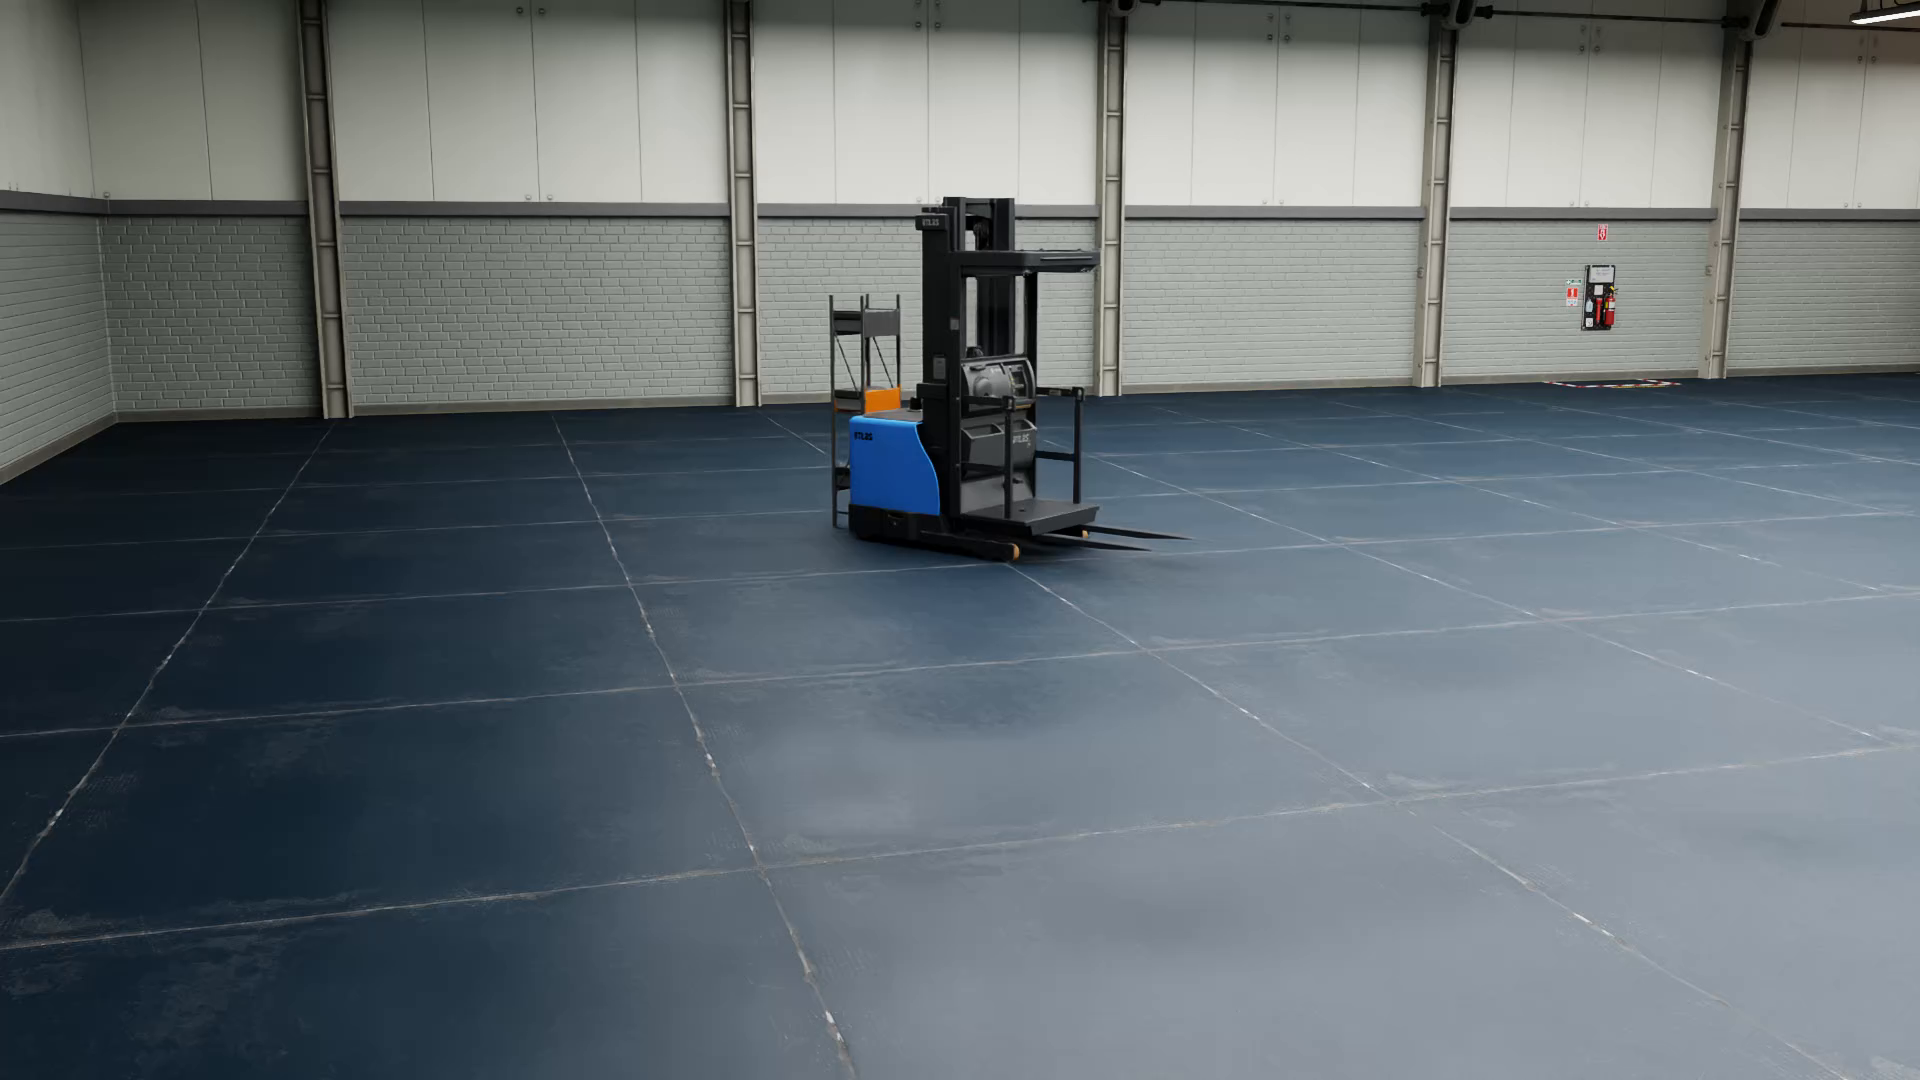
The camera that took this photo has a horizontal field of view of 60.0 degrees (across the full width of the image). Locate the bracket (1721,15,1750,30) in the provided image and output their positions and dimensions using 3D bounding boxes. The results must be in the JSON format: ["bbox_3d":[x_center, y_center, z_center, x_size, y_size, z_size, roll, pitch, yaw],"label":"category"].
[{"bbox_3d":[13.664,-9.125,29.314,0.430,0.232,0.235,-3,11,-16],"label":"bracket"}]

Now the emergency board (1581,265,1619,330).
[{"bbox_3d":[11.580,-4.368,29.989,0.643,1.169,0.194,-3,11,-16],"label":"emergency board"}]

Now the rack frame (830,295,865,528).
[{"bbox_3d":[-1.000,-1.126,14.866,0.400,2.100,0.015,8,13,37],"label":"rack frame"}]

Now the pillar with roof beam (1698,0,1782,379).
[{"bbox_3d":[15.167,-6.689,26.024,0.548,9.000,9.100,-3,11,-16],"label":"pillar with roof beam"}]

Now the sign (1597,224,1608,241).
[{"bbox_3d":[11.544,-5.525,29.871,0.199,0.298,0.001,-3,11,-16],"label":"sign"}]

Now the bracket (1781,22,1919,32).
[{"bbox_3d":[16.935,-9.297,30.251,4.783,0.066,0.076,-3,11,-16],"label":"bracket"}]

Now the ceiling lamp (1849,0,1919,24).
[{"bbox_3d":[13.933,-9.371,24.471,0.800,3.185,2.000,-3,11,-16],"label":"ceiling lamp"}]

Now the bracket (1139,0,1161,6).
[{"bbox_3d":[2.939,-8.559,26.244,0.430,0.232,0.235,-3,11,-16],"label":"bracket"}]

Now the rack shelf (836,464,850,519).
[{"bbox_3d":[-0.849,-0.459,15.183,0.431,0.518,0.480,8,13,37],"label":"rack shelf"}]

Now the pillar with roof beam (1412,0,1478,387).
[{"bbox_3d":[9.406,-6.385,24.375,0.548,9.000,9.100,-3,11,-16],"label":"pillar with roof beam"}]

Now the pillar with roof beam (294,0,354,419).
[{"bbox_3d":[-7.877,-5.474,19.427,0.400,9.000,9.100,-3,11,-16],"label":"pillar with roof beam"}]

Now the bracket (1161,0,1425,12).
[{"bbox_3d":[5.413,-8.690,26.952,4.783,0.066,0.076,-3,11,-16],"label":"bracket"}]

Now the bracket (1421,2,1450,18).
[{"bbox_3d":[7.903,-8.821,27.665,0.430,0.232,0.235,-3,11,-16],"label":"bracket"}]

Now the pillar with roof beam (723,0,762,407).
[{"bbox_3d":[-2.116,-5.778,21.077,0.548,9.000,9.100,-3,11,-16],"label":"pillar with roof beam"}]

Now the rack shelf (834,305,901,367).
[{"bbox_3d":[-0.849,-1.836,14.930,0.431,0.518,0.480,8,13,37],"label":"rack shelf"}]

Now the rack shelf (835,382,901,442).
[{"bbox_3d":[-0.849,-1.148,15.057,0.431,0.518,0.480,8,13,37],"label":"rack shelf"}]

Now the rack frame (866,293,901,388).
[{"bbox_3d":[-0.698,-1.196,15.243,0.400,2.100,0.015,8,13,37],"label":"rack frame"}]

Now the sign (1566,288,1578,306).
[{"bbox_3d":[11.020,-4.376,29.932,0.234,0.329,0.001,-3,11,-16],"label":"sign"}]

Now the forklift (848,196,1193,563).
[{"bbox_3d":[0.492,-1.363,13.854,3.031,2.935,1.130,8,13,37],"label":"forklift"}]

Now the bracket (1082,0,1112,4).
[{"bbox_3d":[2.142,-8.517,26.016,0.430,0.232,0.235,-3,11,-16],"label":"bracket"}]

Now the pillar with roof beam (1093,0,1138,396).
[{"bbox_3d":[3.645,-6.081,22.726,0.548,9.000,9.100,-3,11,-16],"label":"pillar with roof beam"}]

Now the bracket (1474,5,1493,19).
[{"bbox_3d":[8.700,-8.863,27.893,0.430,0.232,0.235,-3,11,-16],"label":"bracket"}]

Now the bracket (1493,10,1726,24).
[{"bbox_3d":[11.174,-8.993,28.601,4.783,0.066,0.076,-3,11,-16],"label":"bracket"}]

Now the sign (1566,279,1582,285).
[{"bbox_3d":[11.027,-4.635,29.877,0.331,0.109,0.001,-3,11,-16],"label":"sign"}]

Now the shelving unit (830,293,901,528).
[{"bbox_3d":[-0.849,-1.161,15.054,0.431,2.100,0.503,8,13,37],"label":"shelving unit"}]

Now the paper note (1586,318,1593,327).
[{"bbox_3d":[11.391,-3.938,30.086,0.142,0.148,0.016,-3,11,-16],"label":"paper note"}]
